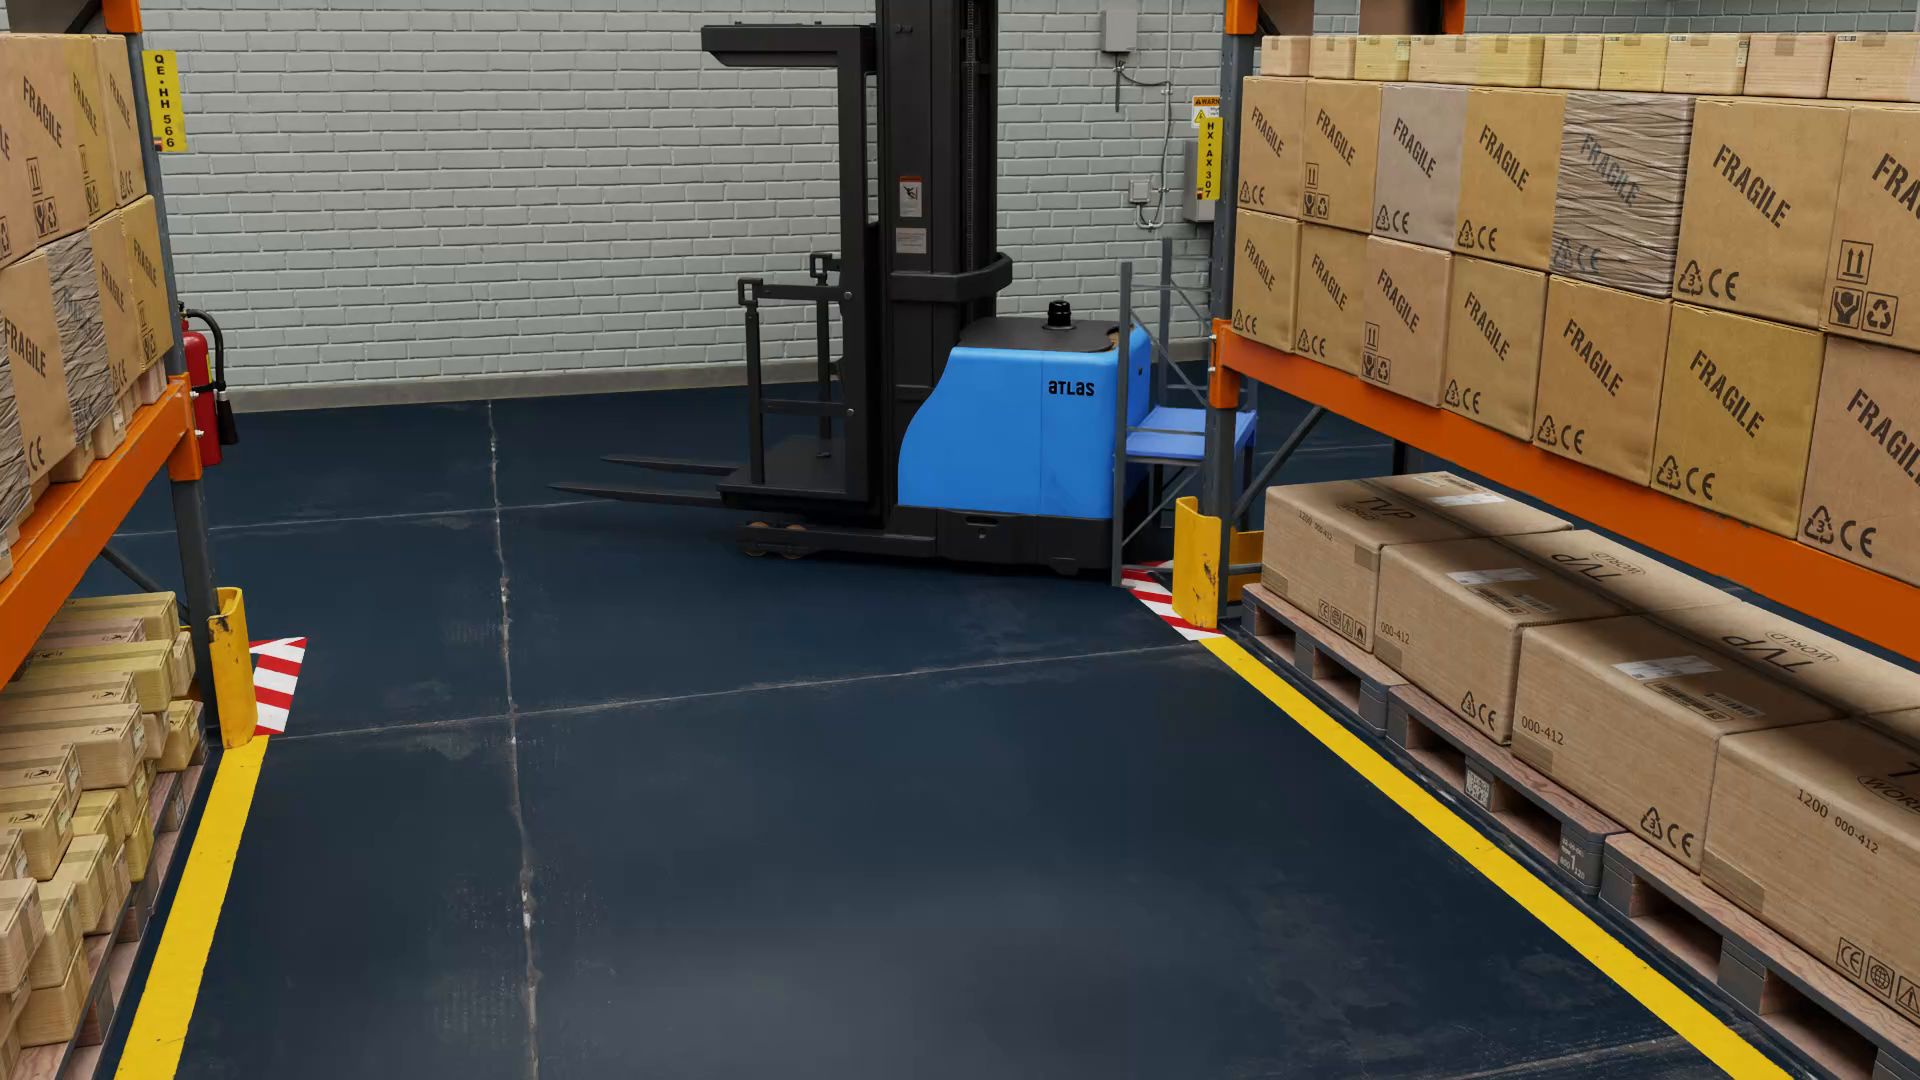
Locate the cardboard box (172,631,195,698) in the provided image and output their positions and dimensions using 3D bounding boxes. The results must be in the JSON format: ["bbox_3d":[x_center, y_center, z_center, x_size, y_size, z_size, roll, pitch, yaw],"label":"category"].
[{"bbox_3d":[-2.765,0.430,5.515,0.380,0.149,0.250,-5,17,-17],"label":"cardboard box"}]

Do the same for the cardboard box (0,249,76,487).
[{"bbox_3d":[-2.402,-0.381,3.814,0.500,0.500,0.500,-4,17,-12],"label":"cardboard box"}]

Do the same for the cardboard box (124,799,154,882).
[{"bbox_3d":[-2.471,0.854,4.621,0.380,0.149,0.250,-6,18,-18],"label":"cardboard box"}]

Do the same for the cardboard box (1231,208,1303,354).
[{"bbox_3d":[1.403,-1.027,6.483,0.500,0.500,0.500,-5,17,-16],"label":"cardboard box"}]

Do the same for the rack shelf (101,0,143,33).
[{"bbox_3d":[-2.635,-1.254,3.449,1.077,0.370,4.000,-5,17,-15],"label":"rack shelf"}]

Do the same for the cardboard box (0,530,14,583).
[{"bbox_3d":[-2.258,0.047,3.519,0.380,0.149,0.250,-4,17,-13],"label":"cardboard box"}]

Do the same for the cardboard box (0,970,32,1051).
[{"bbox_3d":[-2.259,1.007,3.594,0.380,0.149,0.250,-4,17,-13],"label":"cardboard box"}]

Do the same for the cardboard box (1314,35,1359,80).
[{"bbox_3d":[1.480,-1.704,5.872,0.380,0.149,0.250,-4,17,-14],"label":"cardboard box"}]

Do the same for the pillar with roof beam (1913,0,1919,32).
[{"bbox_3d":[2.305,-4.878,9.049,9.100,9.000,0.400,-5,17,-15],"label":"pillar with roof beam"}]

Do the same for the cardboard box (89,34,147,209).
[{"bbox_3d":[-2.820,-1.278,5.062,0.500,0.500,0.500,-5,17,-16],"label":"cardboard box"}]

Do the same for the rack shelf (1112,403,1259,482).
[{"bbox_3d":[1.095,-0.447,7.957,0.538,0.185,1.000,5,17,16],"label":"rack shelf"}]

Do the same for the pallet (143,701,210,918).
[{"bbox_3d":[-2.975,0.869,5.193,1.003,0.211,1.213,-5,17,-15],"label":"pallet"}]

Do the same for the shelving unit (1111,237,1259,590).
[{"bbox_3d":[1.095,-0.620,7.905,0.538,1.500,1.048,5,17,16],"label":"shelving unit"}]

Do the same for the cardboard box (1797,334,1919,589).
[{"bbox_3d":[2.273,-0.184,3.677,0.500,0.500,0.500,-5,17,-15],"label":"cardboard box"}]

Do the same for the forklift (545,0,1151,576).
[{"bbox_3d":[-0.601,-1.450,8.185,3.031,2.935,1.130,4,17,14],"label":"forklift"}]

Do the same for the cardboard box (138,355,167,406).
[{"bbox_3d":[-2.824,-0.527,5.429,0.380,0.149,0.250,-5,17,-15],"label":"cardboard box"}]

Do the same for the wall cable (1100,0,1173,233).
[{"bbox_3d":[1.335,-3.294,12.439,0.588,1.984,0.122,-5,17,-15],"label":"wall cable"}]

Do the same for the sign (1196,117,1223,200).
[{"bbox_3d":[1.011,-1.545,6.739,0.100,0.325,0.005,-5,17,-15],"label":"sign"}]

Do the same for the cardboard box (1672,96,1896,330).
[{"bbox_3d":[2.119,-0.805,4.005,0.500,0.500,0.500,-5,17,-16],"label":"cardboard box"}]

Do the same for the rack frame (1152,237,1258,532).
[{"bbox_3d":[1.243,-0.760,8.371,0.500,1.500,0.032,5,17,16],"label":"rack frame"}]

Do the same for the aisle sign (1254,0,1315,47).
[{"bbox_3d":[1.248,-2.377,6.631,0.394,0.787,0.004,-5,17,-15],"label":"aisle sign"}]

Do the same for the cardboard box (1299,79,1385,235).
[{"bbox_3d":[1.553,-1.364,5.866,0.500,0.500,0.500,-5,17,-17],"label":"cardboard box"}]

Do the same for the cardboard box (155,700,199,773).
[{"bbox_3d":[-2.672,0.641,5.329,0.380,0.149,0.250,-4,17,-14],"label":"cardboard box"}]

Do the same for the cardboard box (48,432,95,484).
[{"bbox_3d":[-2.571,-0.243,4.484,0.380,0.149,0.250,-6,18,-18],"label":"cardboard box"}]

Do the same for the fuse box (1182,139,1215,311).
[{"bbox_3d":[2.035,-2.201,12.805,0.539,1.711,0.414,-5,17,-15],"label":"fuse box"}]

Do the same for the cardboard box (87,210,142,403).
[{"bbox_3d":[-2.677,-0.659,4.740,0.500,0.500,0.500,-5,17,-16],"label":"cardboard box"}]

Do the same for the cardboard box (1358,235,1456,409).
[{"bbox_3d":[1.691,-0.747,5.551,0.500,0.500,0.500,-5,17,-16],"label":"cardboard box"}]

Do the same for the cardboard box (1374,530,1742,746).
[{"bbox_3d":[2.084,0.319,5.901,0.875,0.438,0.875,-4,17,-14],"label":"cardboard box"}]

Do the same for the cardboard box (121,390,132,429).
[{"bbox_3d":[-2.708,-0.387,4.964,0.380,0.149,0.250,-5,17,-16],"label":"cardboard box"}]

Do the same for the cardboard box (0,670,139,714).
[{"bbox_3d":[-2.578,0.503,4.756,0.380,0.149,0.250,-5,18,-17],"label":"cardboard box"}]

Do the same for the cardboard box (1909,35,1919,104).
[{"bbox_3d":[2.287,-1.007,3.551,0.380,0.149,0.250,-4,17,-14],"label":"cardboard box"}]

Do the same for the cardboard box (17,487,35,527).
[{"bbox_3d":[-2.466,-0.092,3.980,0.380,0.149,0.250,-4,17,-14],"label":"cardboard box"}]

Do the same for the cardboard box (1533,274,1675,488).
[{"bbox_3d":[1.974,-0.464,4.608,0.500,0.500,0.500,-5,17,-16],"label":"cardboard box"}]

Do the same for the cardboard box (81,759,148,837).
[{"bbox_3d":[-2.466,0.716,4.564,0.380,0.149,0.250,-4,17,-14],"label":"cardboard box"}]

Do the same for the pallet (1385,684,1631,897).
[{"bbox_3d":[2.173,0.753,5.579,1.003,0.211,1.213,-5,17,-15],"label":"pallet"}]

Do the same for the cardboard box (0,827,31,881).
[{"bbox_3d":[-2.356,0.796,3.780,0.380,0.149,0.250,-5,18,-18],"label":"cardboard box"}]

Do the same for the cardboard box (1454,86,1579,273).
[{"bbox_3d":[1.840,-1.084,4.935,0.500,0.500,0.500,-5,17,-15],"label":"cardboard box"}]

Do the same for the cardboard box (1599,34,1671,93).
[{"bbox_3d":[1.965,-1.284,4.474,0.380,0.149,0.250,-5,17,-16],"label":"cardboard box"}]

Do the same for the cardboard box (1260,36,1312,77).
[{"bbox_3d":[1.378,-1.852,6.364,0.380,0.149,0.250,-4,17,-14],"label":"cardboard box"}]

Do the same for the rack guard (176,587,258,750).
[{"bbox_3d":[-3.164,0.503,5.909,1.175,0.500,0.348,-5,17,-15],"label":"rack guard"}]

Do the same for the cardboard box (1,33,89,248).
[{"bbox_3d":[-2.529,-0.994,4.119,0.500,0.500,0.500,-4,17,-12],"label":"cardboard box"}]

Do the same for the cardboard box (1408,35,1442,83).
[{"bbox_3d":[1.692,-1.564,5.406,0.380,0.149,0.250,-5,17,-15],"label":"cardboard box"}]

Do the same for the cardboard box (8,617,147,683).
[{"bbox_3d":[-2.782,0.365,5.216,0.380,0.149,0.250,-4,17,-14],"label":"cardboard box"}]

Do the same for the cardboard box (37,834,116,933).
[{"bbox_3d":[-2.311,0.862,4.076,0.380,0.149,0.250,-5,17,-15],"label":"cardboard box"}]

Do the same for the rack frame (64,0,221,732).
[{"bbox_3d":[-3.185,-0.715,5.619,1.000,3.000,0.127,-5,17,-15],"label":"rack frame"}]

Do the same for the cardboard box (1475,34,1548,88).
[{"bbox_3d":[1.764,-1.420,4.925,0.380,0.149,0.250,-5,17,-17],"label":"cardboard box"}]

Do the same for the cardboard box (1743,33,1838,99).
[{"bbox_3d":[2.141,-1.145,4.012,0.380,0.149,0.250,-5,17,-16],"label":"cardboard box"}]

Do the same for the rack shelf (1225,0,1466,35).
[{"bbox_3d":[2.096,-1.673,4.845,1.077,0.370,4.000,-5,17,-15],"label":"rack shelf"}]

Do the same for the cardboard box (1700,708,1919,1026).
[{"bbox_3d":[2.577,0.816,4.246,0.875,0.438,0.875,-5,17,-16],"label":"cardboard box"}]

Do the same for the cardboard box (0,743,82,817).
[{"bbox_3d":[-2.485,0.654,4.251,0.380,0.149,0.250,-5,18,-17],"label":"cardboard box"}]

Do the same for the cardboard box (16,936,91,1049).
[{"bbox_3d":[-2.272,1.074,3.889,0.380,0.149,0.250,-5,17,-17],"label":"cardboard box"}]
